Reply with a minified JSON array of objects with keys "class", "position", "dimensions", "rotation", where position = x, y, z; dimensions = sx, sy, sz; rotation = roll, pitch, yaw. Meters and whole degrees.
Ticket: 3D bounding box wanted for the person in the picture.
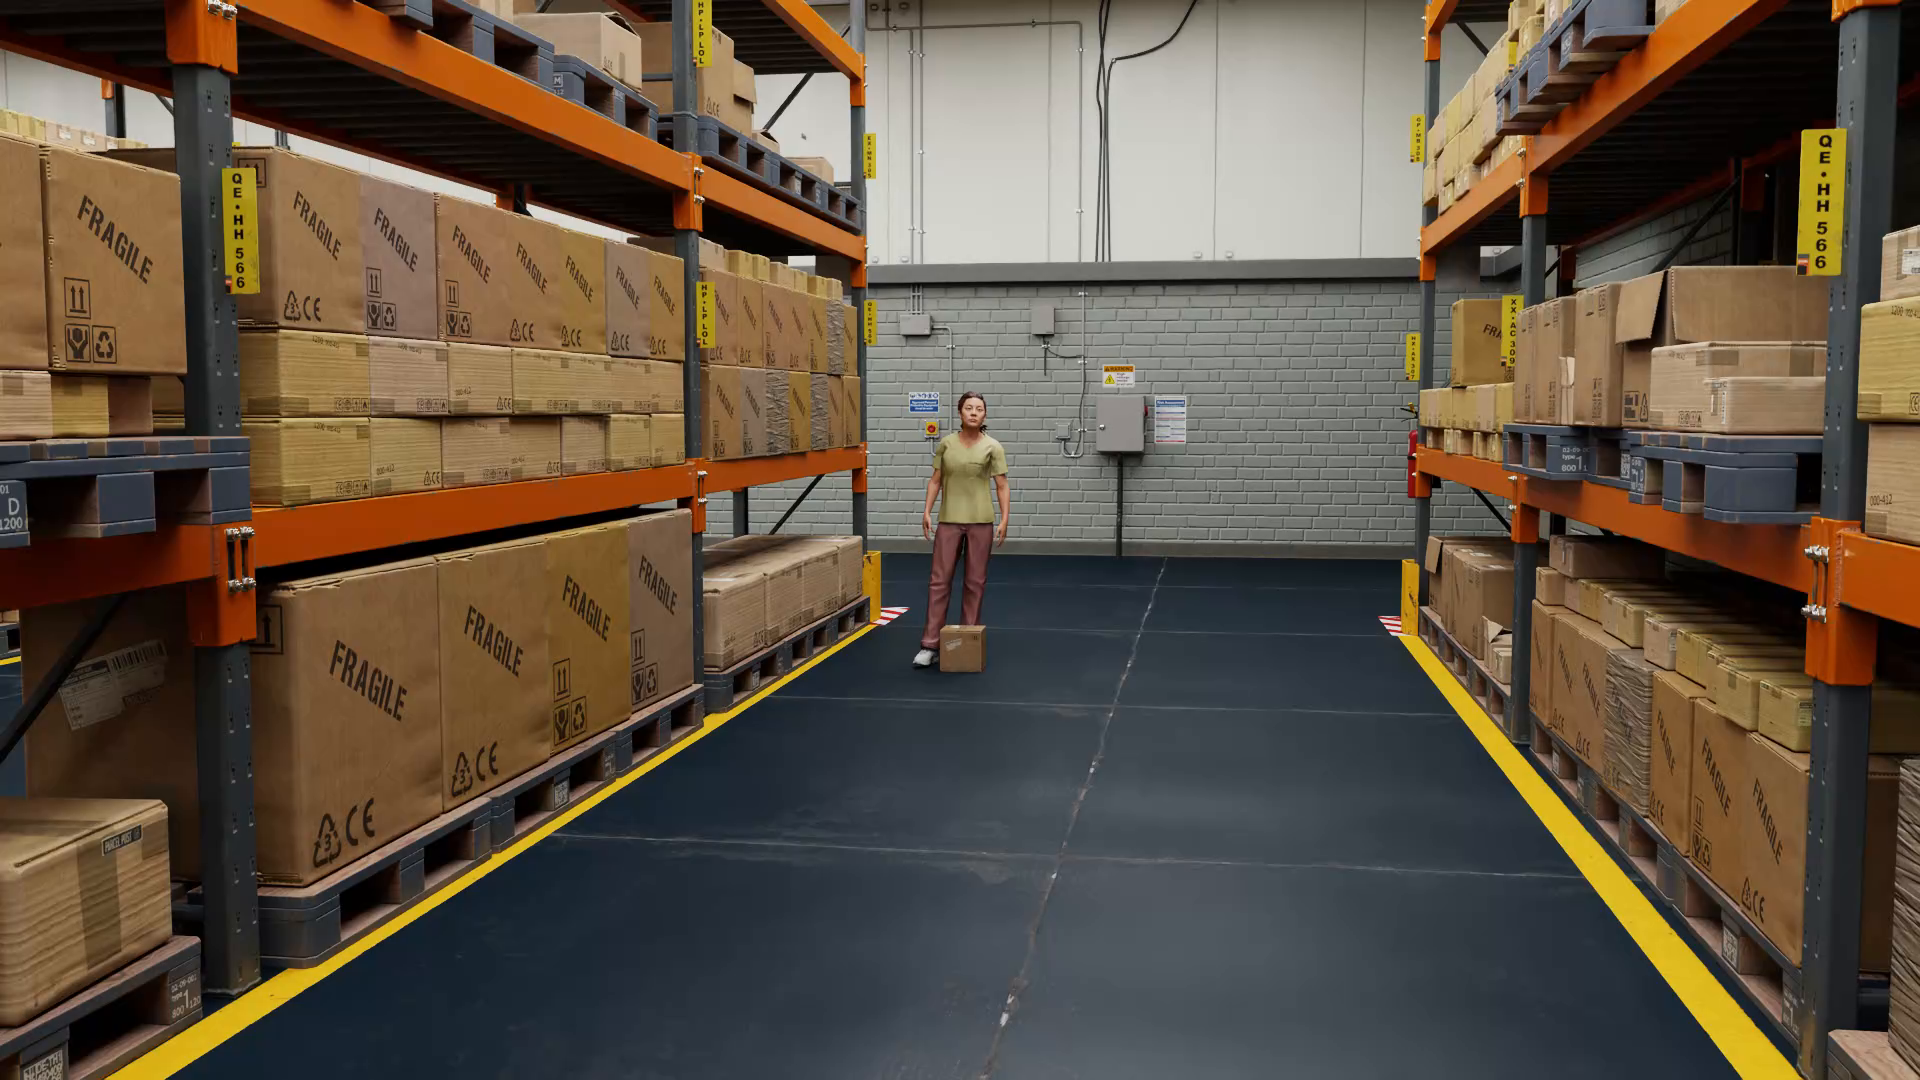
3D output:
[{"class":"person","position":[0.018,-0.079,10.233],"dimensions":[0.552,1.674,0.548],"rotation":[1,5,9]}]
